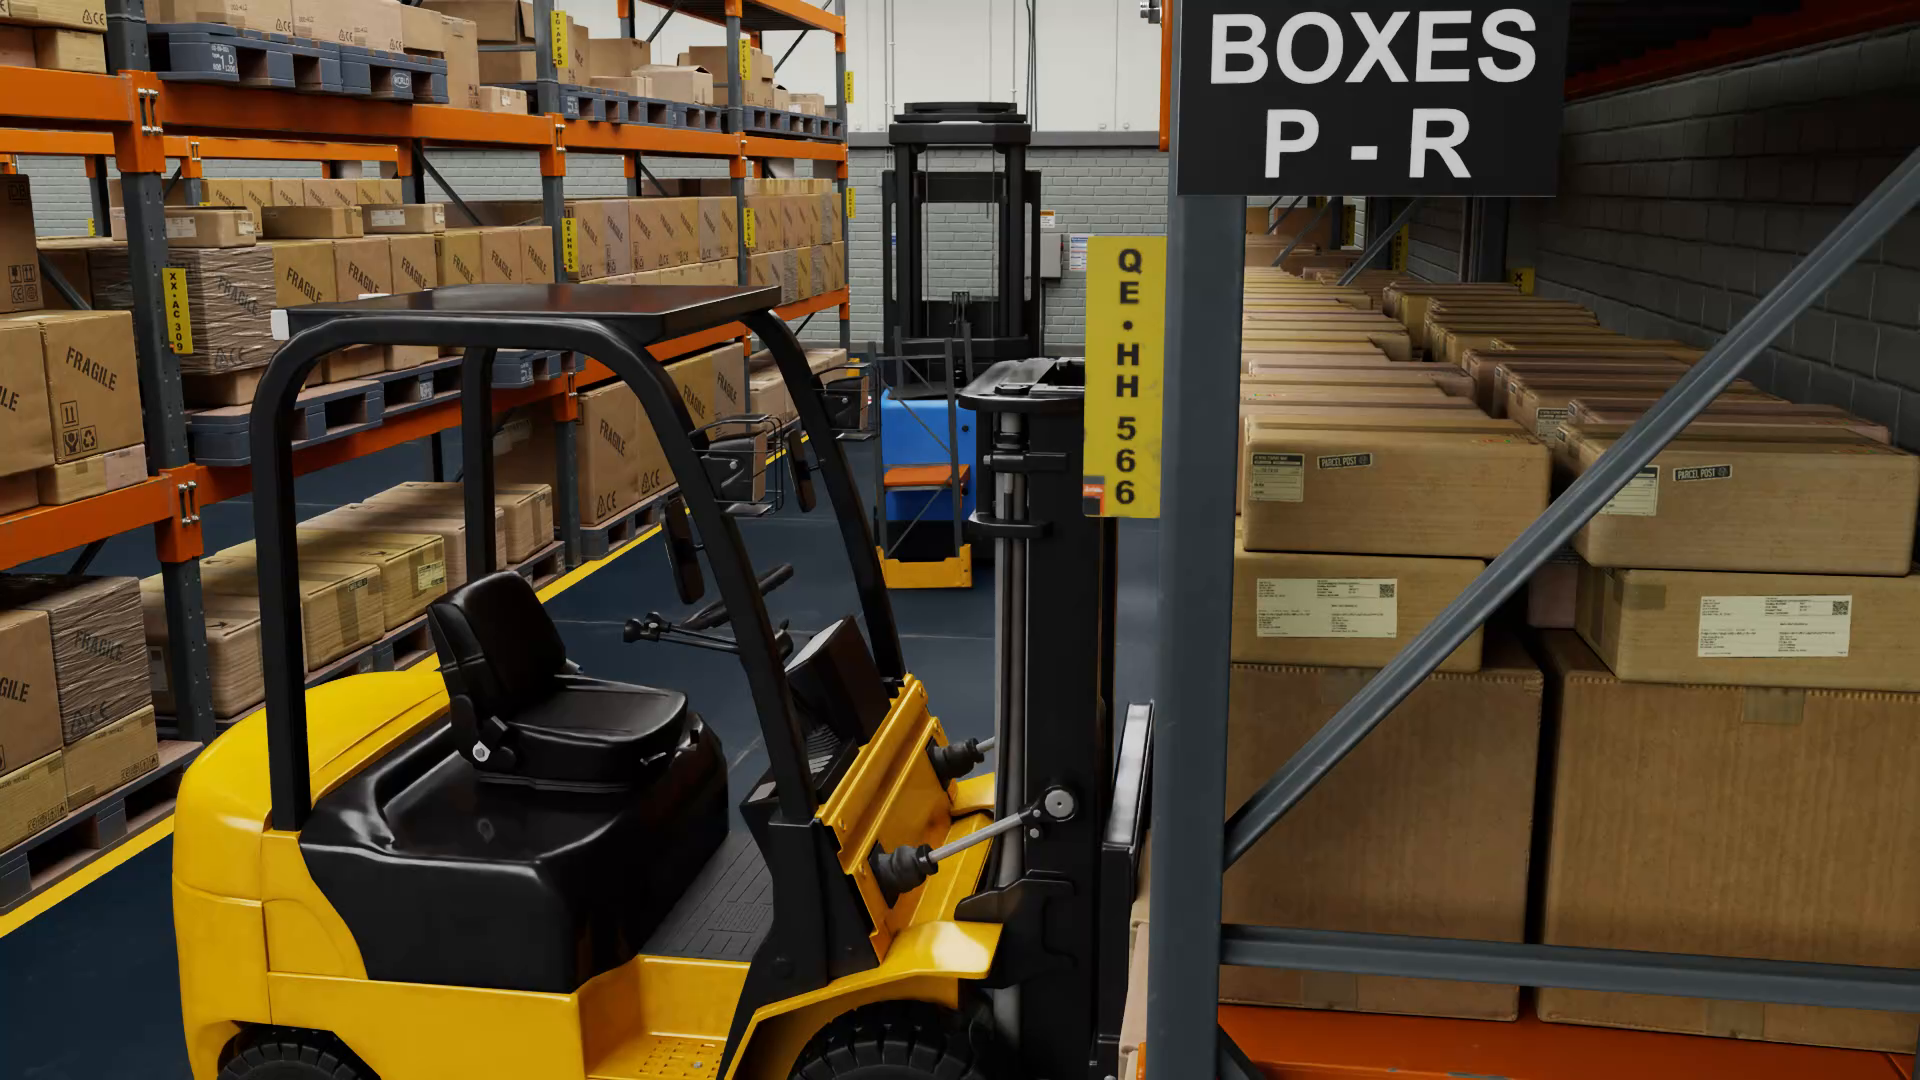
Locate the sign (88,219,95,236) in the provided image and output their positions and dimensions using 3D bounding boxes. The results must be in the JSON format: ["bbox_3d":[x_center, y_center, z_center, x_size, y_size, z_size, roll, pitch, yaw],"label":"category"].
[{"bbox_3d":[-7.775,-2.720,14.942,0.100,0.325,0.005,2,12,9],"label":"sign"}]

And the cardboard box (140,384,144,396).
[{"bbox_3d":[-3.697,-0.729,7.358,0.380,0.149,0.250,2,12,7],"label":"cardboard box"}]

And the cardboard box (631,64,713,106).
[{"bbox_3d":[-2.259,-3.580,13.079,0.500,0.311,0.500,2,12,9],"label":"cardboard box"}]

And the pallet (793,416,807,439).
[{"bbox_3d":[-1.951,-1.189,16.511,1.003,0.211,1.213,2,12,9],"label":"pallet"}]

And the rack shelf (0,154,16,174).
[{"bbox_3d":[-11.815,-3.994,17.494,1.077,0.370,4.000,2,12,9],"label":"rack shelf"}]

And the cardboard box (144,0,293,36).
[{"bbox_3d":[-3.075,-2.184,6.745,0.500,0.250,0.500,2,12,7],"label":"cardboard box"}]

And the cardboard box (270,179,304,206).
[{"bbox_3d":[-6.755,-3.263,16.196,0.500,0.500,0.500,2,12,10],"label":"cardboard box"}]

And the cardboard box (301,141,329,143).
[{"bbox_3d":[-6.654,-4.083,16.556,0.500,0.250,0.500,2,12,11],"label":"cardboard box"}]

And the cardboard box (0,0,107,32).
[{"bbox_3d":[-3.363,-1.914,5.785,0.500,0.250,0.500,2,12,8],"label":"cardboard box"}]

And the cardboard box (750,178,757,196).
[{"bbox_3d":[-2.002,-3.108,14.644,0.380,0.149,0.250,2,12,9],"label":"cardboard box"}]

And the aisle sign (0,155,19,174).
[{"bbox_3d":[-11.200,-4.572,19.416,0.394,0.787,0.004,2,12,9],"label":"aisle sign"}]

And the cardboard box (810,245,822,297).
[{"bbox_3d":[-1.690,-2.703,16.679,0.500,0.500,0.500,2,12,10],"label":"cardboard box"}]

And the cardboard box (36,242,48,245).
[{"bbox_3d":[-7.348,-2.237,12.942,0.380,0.149,0.250,2,12,8],"label":"cardboard box"}]

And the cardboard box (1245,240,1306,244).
[{"bbox_3d":[2.079,-1.871,11.823,0.700,0.500,0.500,2,12,8],"label":"cardboard box"}]

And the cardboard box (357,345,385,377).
[{"bbox_3d":[-3.028,-0.881,8.059,0.380,0.149,0.250,2,12,9],"label":"cardboard box"}]

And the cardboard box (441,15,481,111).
[{"bbox_3d":[-3.102,-2.628,9.208,0.700,0.500,0.500,2,12,9],"label":"cardboard box"}]

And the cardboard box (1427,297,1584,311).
[{"bbox_3d":[1.510,-0.591,4.633,0.380,0.149,0.250,2,12,8],"label":"cardboard box"}]

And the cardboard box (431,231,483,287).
[{"bbox_3d":[-2.886,-1.392,8.893,0.500,0.500,0.500,1,12,5],"label":"cardboard box"}]

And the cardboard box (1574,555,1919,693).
[{"bbox_3d":[1.037,0.088,2.188,0.380,0.149,0.250,2,12,7],"label":"cardboard box"}]

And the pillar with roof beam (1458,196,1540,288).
[{"bbox_3d":[-1.605,-3.921,8.326,9.100,9.000,0.400,2,12,9],"label":"pillar with roof beam"}]

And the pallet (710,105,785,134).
[{"bbox_3d":[-2.195,-3.735,14.794,1.003,0.211,1.213,2,12,9],"label":"pallet"}]

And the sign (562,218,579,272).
[{"bbox_3d":[-2.408,-1.821,10.263,0.100,0.325,0.005,2,12,9],"label":"sign"}]

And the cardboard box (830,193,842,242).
[{"bbox_3d":[-1.555,-3.404,17.559,0.500,0.500,0.500,2,12,11],"label":"cardboard box"}]

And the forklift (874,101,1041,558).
[{"bbox_3d":[0.018,-1.565,11.799,1.130,2.935,3.031,0,12,2],"label":"forklift"}]

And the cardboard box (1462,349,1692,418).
[{"bbox_3d":[1.160,-0.274,3.161,0.380,0.149,0.250,2,12,10],"label":"cardboard box"}]

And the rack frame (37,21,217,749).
[{"bbox_3d":[-3.561,-0.477,6.585,1.000,3.000,0.127,2,12,9],"label":"rack frame"}]

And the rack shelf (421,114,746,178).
[{"bbox_3d":[-2.638,-2.840,12.140,1.077,0.370,4.000,2,12,9],"label":"rack shelf"}]

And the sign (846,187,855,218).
[{"bbox_3d":[-1.182,-3.636,17.934,0.100,0.325,0.005,2,12,9],"label":"sign"}]

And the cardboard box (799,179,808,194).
[{"bbox_3d":[-1.715,-3.481,16.374,0.380,0.149,0.250,2,12,10],"label":"cardboard box"}]

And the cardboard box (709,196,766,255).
[{"bbox_3d":[-2.018,-2.771,14.620,0.500,0.500,0.500,2,12,9],"label":"cardboard box"}]

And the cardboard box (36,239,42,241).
[{"bbox_3d":[-7.872,-2.424,13.809,0.380,0.149,0.250,2,12,8],"label":"cardboard box"}]

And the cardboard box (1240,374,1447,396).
[{"bbox_3d":[0.596,-0.184,2.746,0.380,0.149,0.250,2,12,10],"label":"cardboard box"}]

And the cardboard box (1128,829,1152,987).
[{"bbox_3d":[0.632,0.848,3.593,0.500,0.250,0.500,2,12,9],"label":"cardboard box"}]

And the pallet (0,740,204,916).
[{"bbox_3d":[-3.630,1.027,6.225,1.003,0.211,1.213,2,12,9],"label":"pallet"}]

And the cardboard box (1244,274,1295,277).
[{"bbox_3d":[1.537,-1.294,8.599,0.380,0.149,0.250,2,12,9],"label":"cardboard box"}]

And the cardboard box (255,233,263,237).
[{"bbox_3d":[-3.477,-1.299,8.462,0.500,0.500,0.500,1,12,7],"label":"cardboard box"}]

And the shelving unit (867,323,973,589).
[{"bbox_3d":[-0.199,-0.555,10.443,0.587,1.500,1.083,-2,12,7],"label":"shelving unit"}]

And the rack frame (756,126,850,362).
[{"bbox_3d":[-1.716,-2.975,18.176,1.000,3.000,0.127,2,12,9],"label":"rack frame"}]

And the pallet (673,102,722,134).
[{"bbox_3d":[-2.423,-3.322,13.123,0.805,0.209,1.217,1,12,6],"label":"pallet"}]

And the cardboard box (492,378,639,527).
[{"bbox_3d":[-2.758,-0.617,11.283,0.875,0.875,0.875,2,12,8],"label":"cardboard box"}]

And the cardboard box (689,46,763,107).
[{"bbox_3d":[-2.033,-4.027,14.468,0.500,0.500,0.500,2,12,10],"label":"cardboard box"}]

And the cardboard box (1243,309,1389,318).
[{"bbox_3d":[0.882,-0.500,4.212,0.380,0.149,0.250,2,12,8],"label":"cardboard box"}]

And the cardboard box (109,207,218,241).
[{"bbox_3d":[-3.620,-1.441,7.578,0.380,0.149,0.250,2,12,7],"label":"cardboard box"}]

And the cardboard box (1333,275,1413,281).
[{"bbox_3d":[2.110,-1.278,8.524,0.380,0.149,0.250,2,12,8],"label":"cardboard box"}]

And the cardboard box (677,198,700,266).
[{"bbox_3d":[-2.321,-2.366,12.740,0.500,0.500,0.500,2,12,10],"label":"cardboard box"}]

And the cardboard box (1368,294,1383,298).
[{"bbox_3d":[1.824,-0.960,7.049,0.380,0.149,0.250,2,12,9],"label":"cardboard box"}]

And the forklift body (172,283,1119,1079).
[{"bbox_3d":[-0.782,0.477,4.174,2.313,2.155,1.214,2,12,9],"label":"forklift body"}]

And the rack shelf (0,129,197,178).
[{"bbox_3d":[-7.545,-2.980,12.787,1.077,0.370,4.000,2,12,9],"label":"rack shelf"}]

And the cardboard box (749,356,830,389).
[{"bbox_3d":[-1.851,-1.596,16.864,0.875,0.438,0.875,2,12,10],"label":"cardboard box"}]

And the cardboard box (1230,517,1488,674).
[{"bbox_3d":[0.505,0.069,2.277,0.380,0.149,0.250,2,12,9],"label":"cardboard box"}]

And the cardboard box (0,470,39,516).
[{"bbox_3d":[-3.458,-0.173,5.773,0.380,0.149,0.250,2,12,9],"label":"cardboard box"}]

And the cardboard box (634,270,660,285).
[{"bbox_3d":[-2.455,-1.789,11.843,0.500,0.250,0.500,2,12,8],"label":"cardboard box"}]
